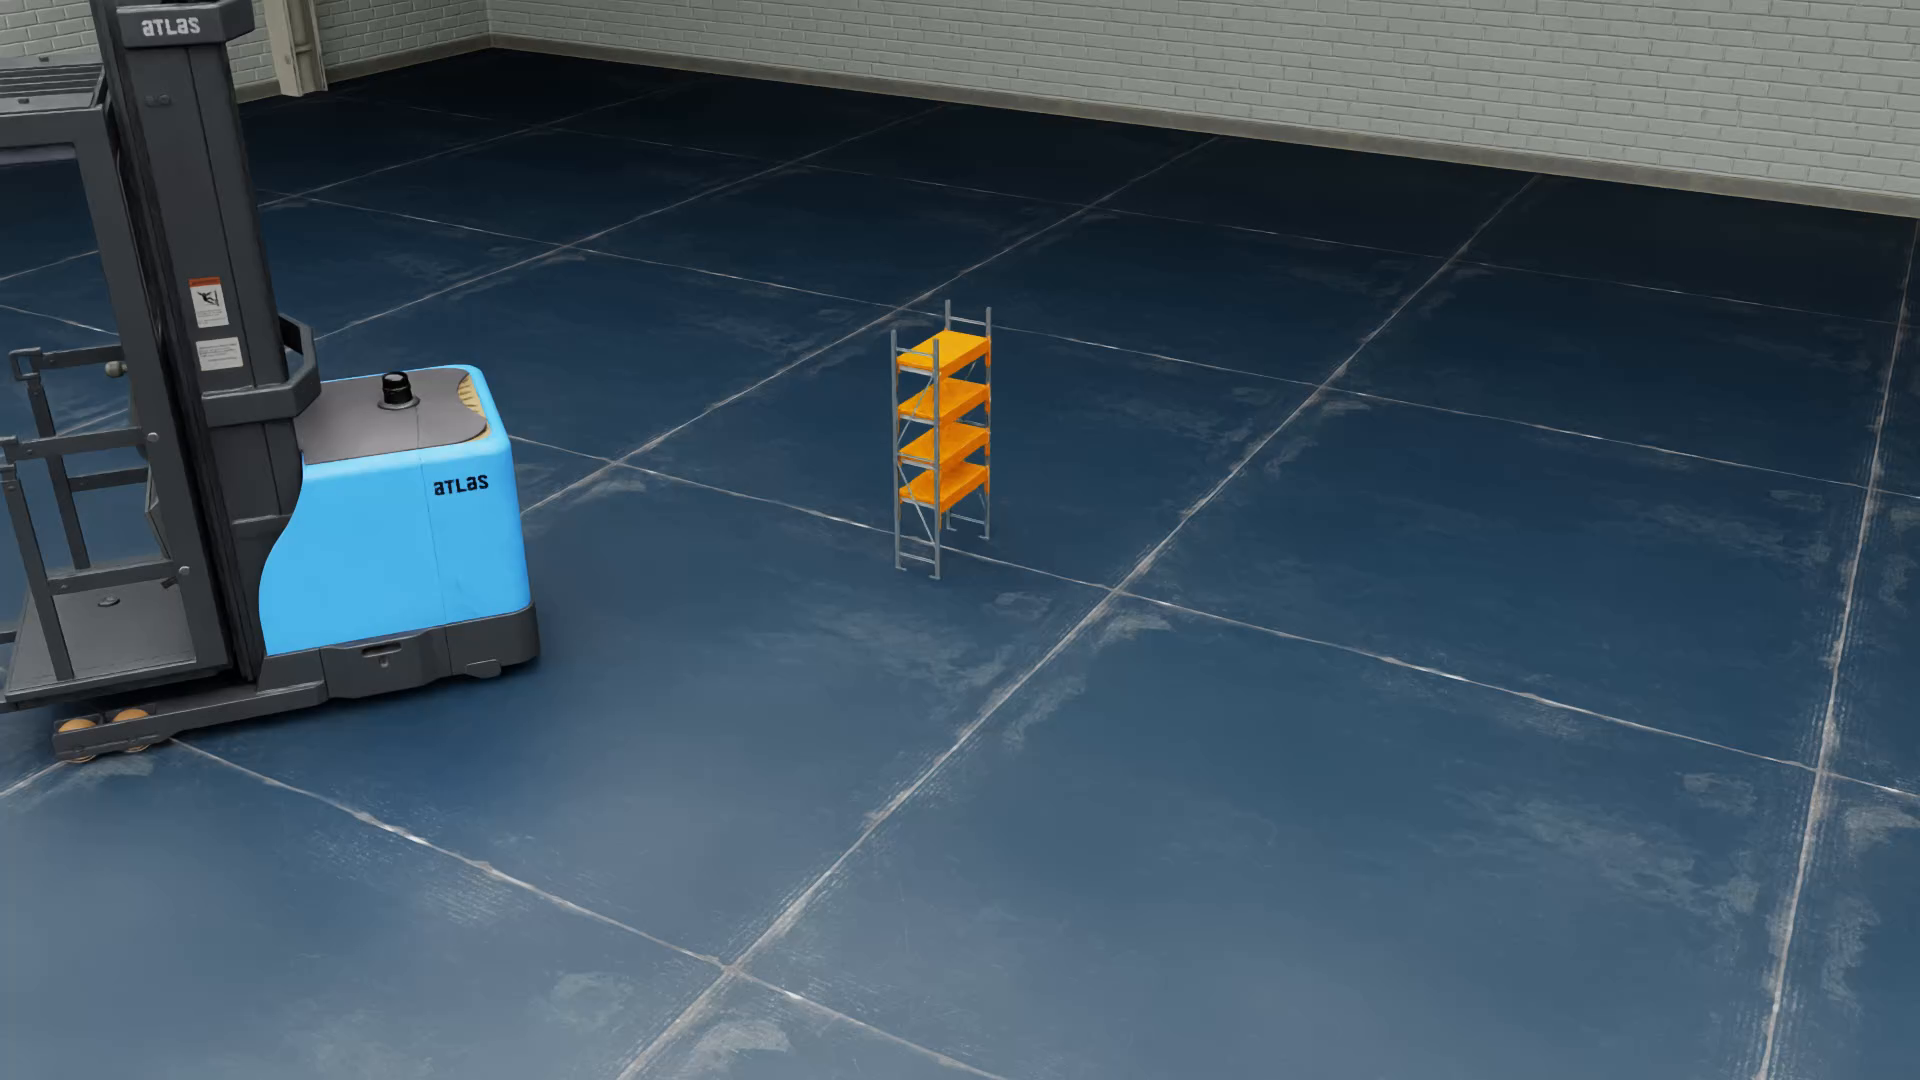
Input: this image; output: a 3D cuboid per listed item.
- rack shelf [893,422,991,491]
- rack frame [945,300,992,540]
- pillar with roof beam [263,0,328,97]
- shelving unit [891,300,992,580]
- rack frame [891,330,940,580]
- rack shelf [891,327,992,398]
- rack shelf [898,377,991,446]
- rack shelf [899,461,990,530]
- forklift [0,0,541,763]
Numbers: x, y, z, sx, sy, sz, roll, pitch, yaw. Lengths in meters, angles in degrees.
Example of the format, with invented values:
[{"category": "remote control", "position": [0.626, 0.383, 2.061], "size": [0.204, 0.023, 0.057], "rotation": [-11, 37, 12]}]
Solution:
[{"category": "rack shelf", "position": [-0.081, -0.412, 7.883], "size": [0.258, 0.148, 0.480], "rotation": [14, 30, 26]}, {"category": "rack frame", "position": [0.039, -0.567, 8.043], "size": [0.240, 1.200, 0.015], "rotation": [14, 30, 26]}, {"category": "pillar with roof beam", "position": [-3.299, -7.890, 13.958], "size": [9.100, 9.000, 0.400], "rotation": [14, 30, 26]}, {"category": "shelving unit", "position": [-0.081, -0.472, 7.853], "size": [0.258, 1.200, 0.503], "rotation": [14, 30, 26]}, {"category": "rack frame", "position": [-0.201, -0.377, 7.663], "size": [0.240, 1.200, 0.015], "rotation": [14, 30, 26]}, {"category": "rack shelf", "position": [-0.081, -0.823, 7.677], "size": [0.258, 0.148, 0.480], "rotation": [14, 30, 26]}, {"category": "rack shelf", "position": [-0.081, -0.612, 7.783], "size": [0.258, 0.148, 0.480], "rotation": [14, 30, 26]}, {"category": "rack shelf", "position": [-0.081, -0.234, 7.972], "size": [0.258, 0.148, 0.480], "rotation": [14, 30, 26]}, {"category": "forklift", "position": [-3.371, -0.707, 6.389], "size": [3.031, 2.935, 1.130], "rotation": [-10, 28, -19]}]
